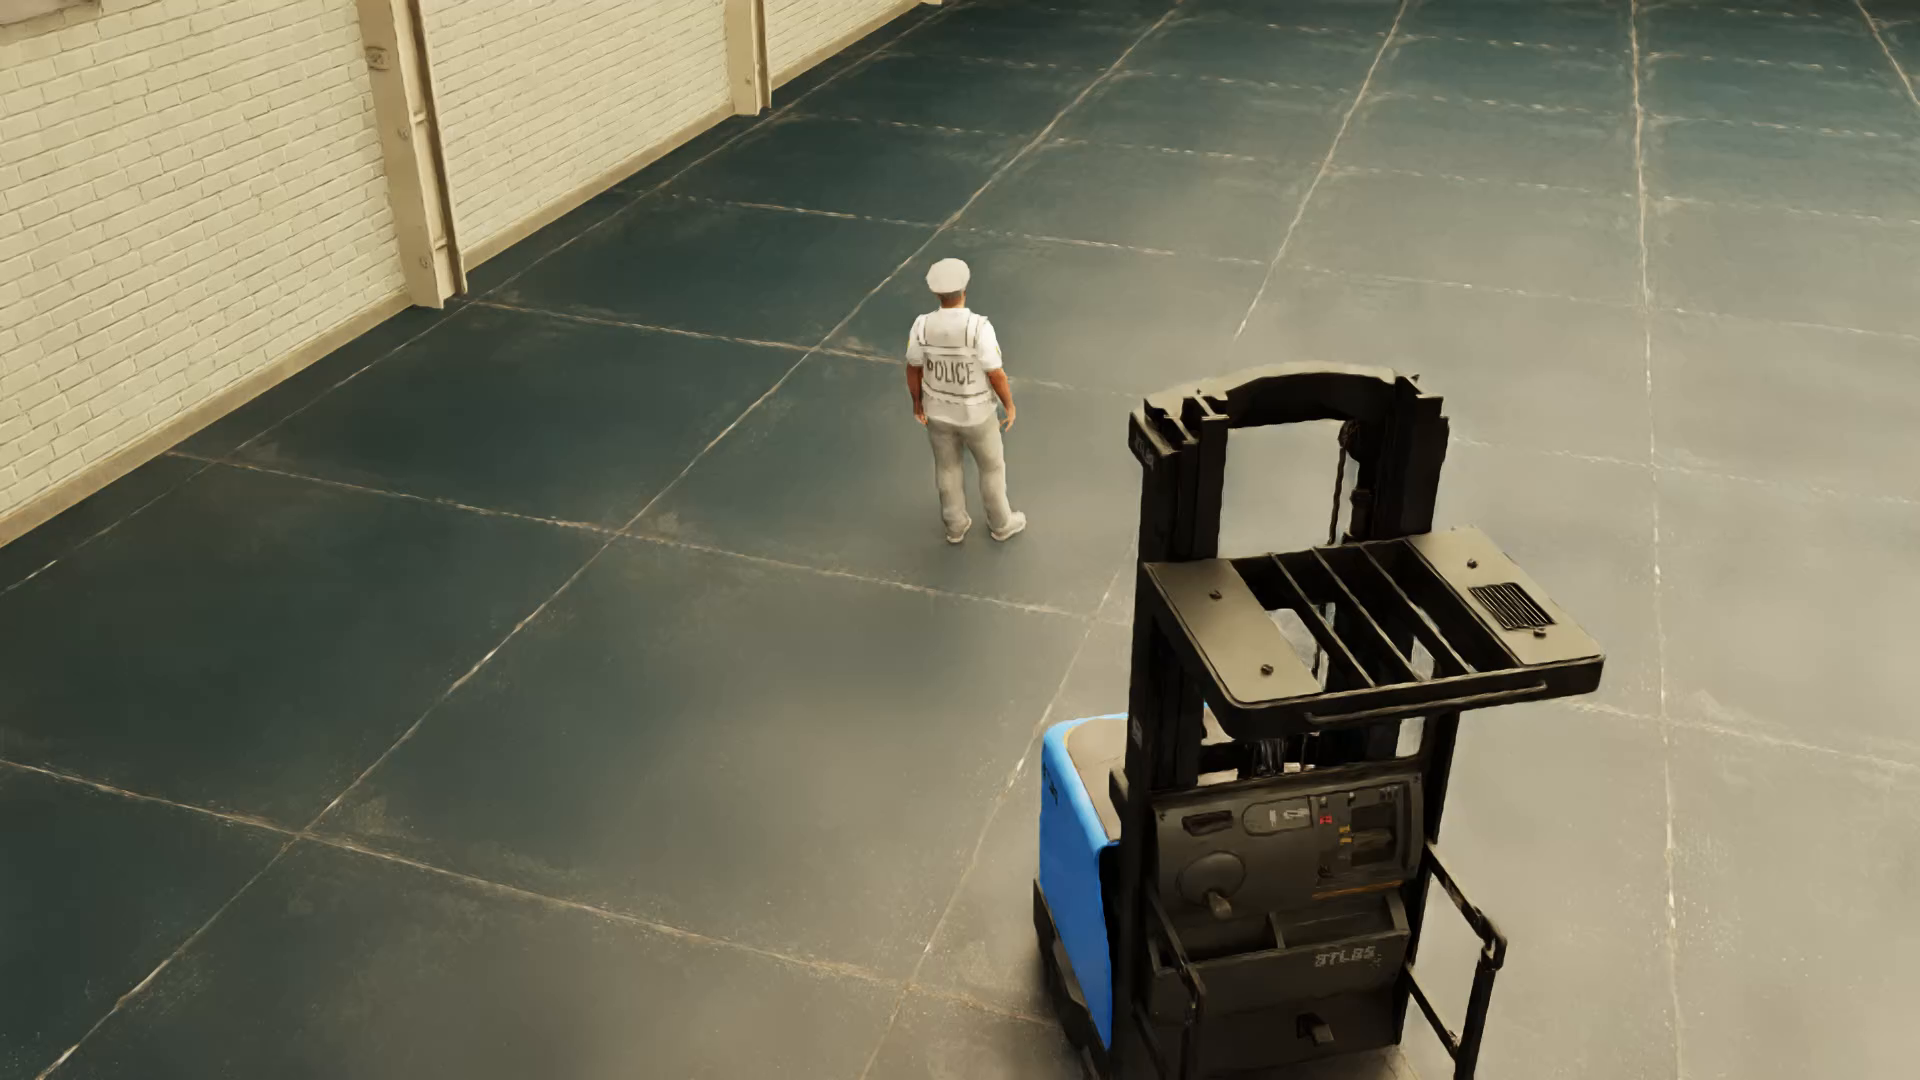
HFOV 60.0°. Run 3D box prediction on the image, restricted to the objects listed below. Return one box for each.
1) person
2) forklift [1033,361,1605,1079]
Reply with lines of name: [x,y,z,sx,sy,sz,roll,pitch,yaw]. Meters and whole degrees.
person: [0.037,-0.815,9.712,0.640,1.781,0.574,10,31,16]
forklift: [1.138,1.048,5.297,1.130,2.935,3.031,-6,30,-11]
